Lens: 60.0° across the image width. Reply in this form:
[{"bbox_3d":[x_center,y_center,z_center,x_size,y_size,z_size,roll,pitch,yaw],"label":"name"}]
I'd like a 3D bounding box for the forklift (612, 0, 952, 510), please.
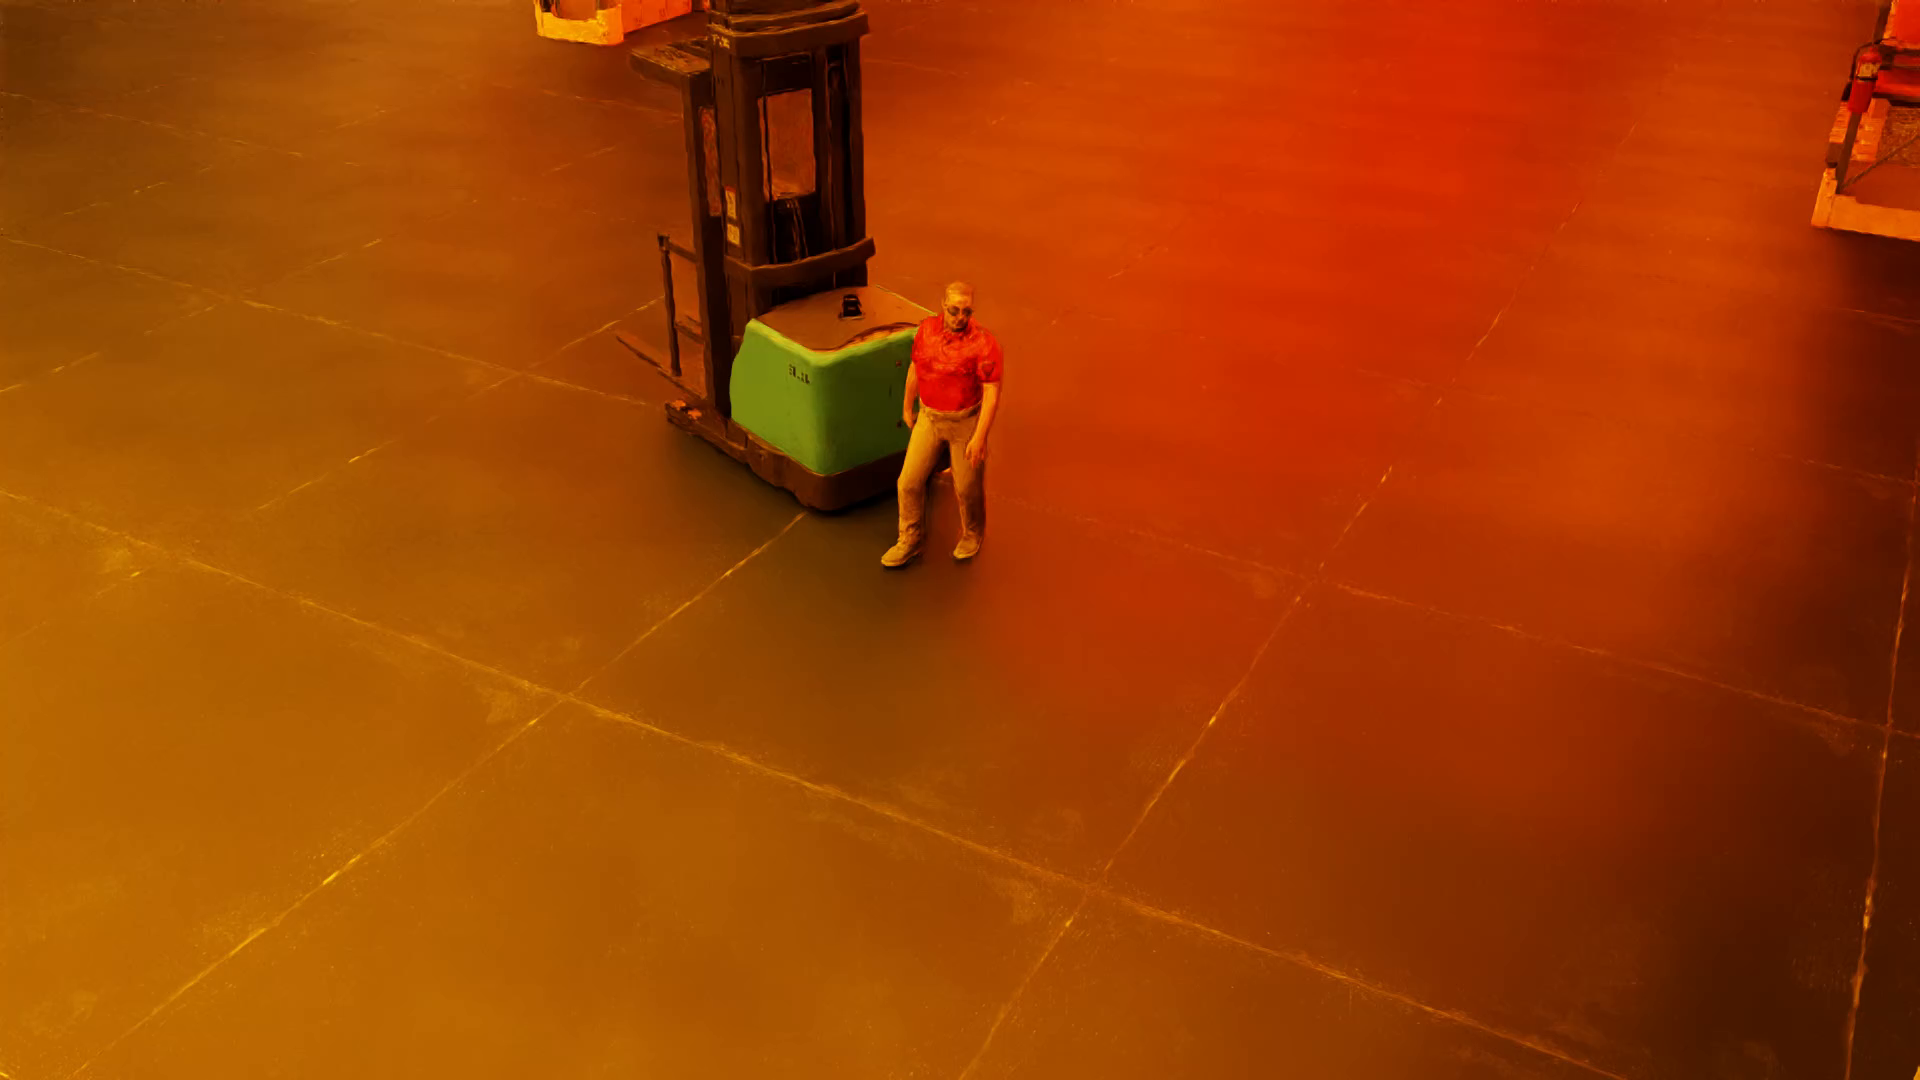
[{"bbox_3d":[-1.357,-2.121,10.746,1.130,2.935,3.031,-22,36,-33],"label":"forklift"}]

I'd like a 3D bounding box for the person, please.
[{"bbox_3d":[-0.090,-0.639,9.418,0.670,1.696,0.649,14,33,22],"label":"person"}]
